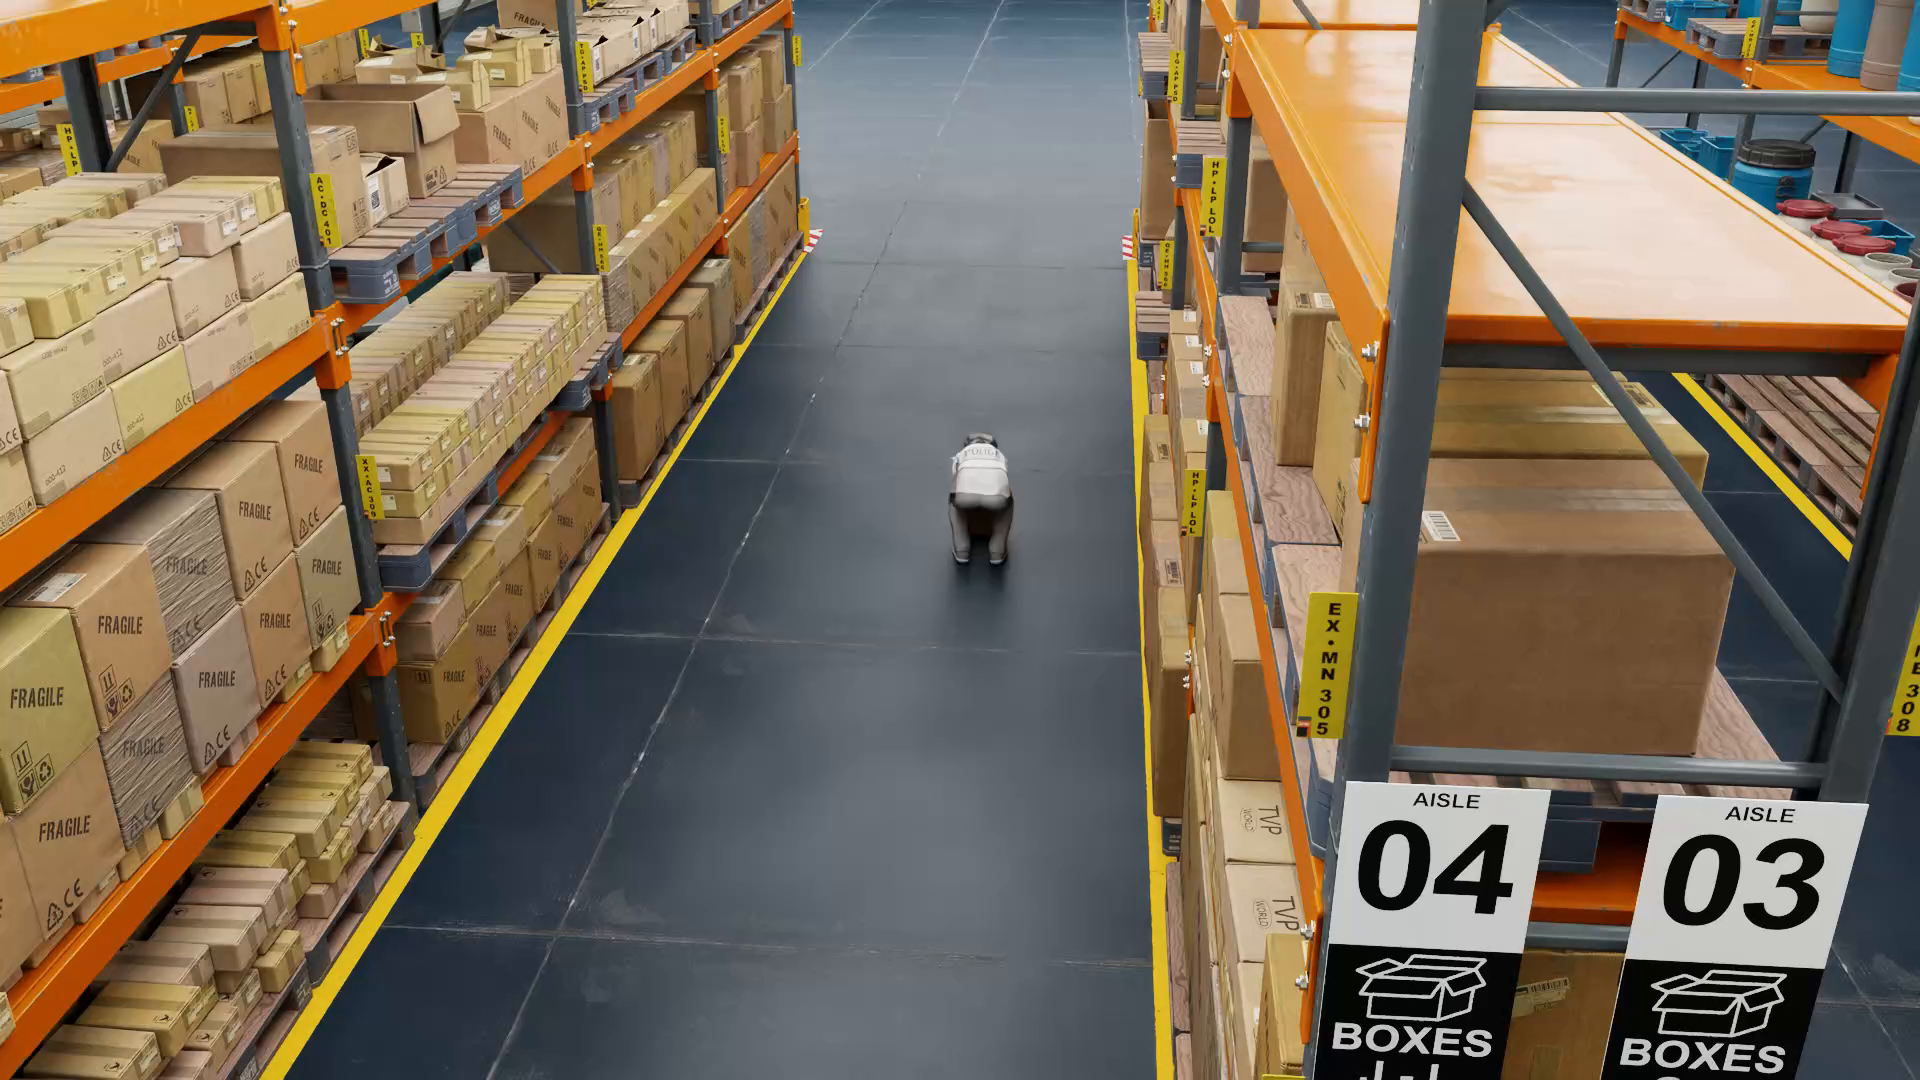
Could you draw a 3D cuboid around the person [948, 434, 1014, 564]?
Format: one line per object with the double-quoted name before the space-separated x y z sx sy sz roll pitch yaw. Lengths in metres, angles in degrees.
"person" 0.149 -0.285 11.717 0.465 0.791 0.927 1 25 2
